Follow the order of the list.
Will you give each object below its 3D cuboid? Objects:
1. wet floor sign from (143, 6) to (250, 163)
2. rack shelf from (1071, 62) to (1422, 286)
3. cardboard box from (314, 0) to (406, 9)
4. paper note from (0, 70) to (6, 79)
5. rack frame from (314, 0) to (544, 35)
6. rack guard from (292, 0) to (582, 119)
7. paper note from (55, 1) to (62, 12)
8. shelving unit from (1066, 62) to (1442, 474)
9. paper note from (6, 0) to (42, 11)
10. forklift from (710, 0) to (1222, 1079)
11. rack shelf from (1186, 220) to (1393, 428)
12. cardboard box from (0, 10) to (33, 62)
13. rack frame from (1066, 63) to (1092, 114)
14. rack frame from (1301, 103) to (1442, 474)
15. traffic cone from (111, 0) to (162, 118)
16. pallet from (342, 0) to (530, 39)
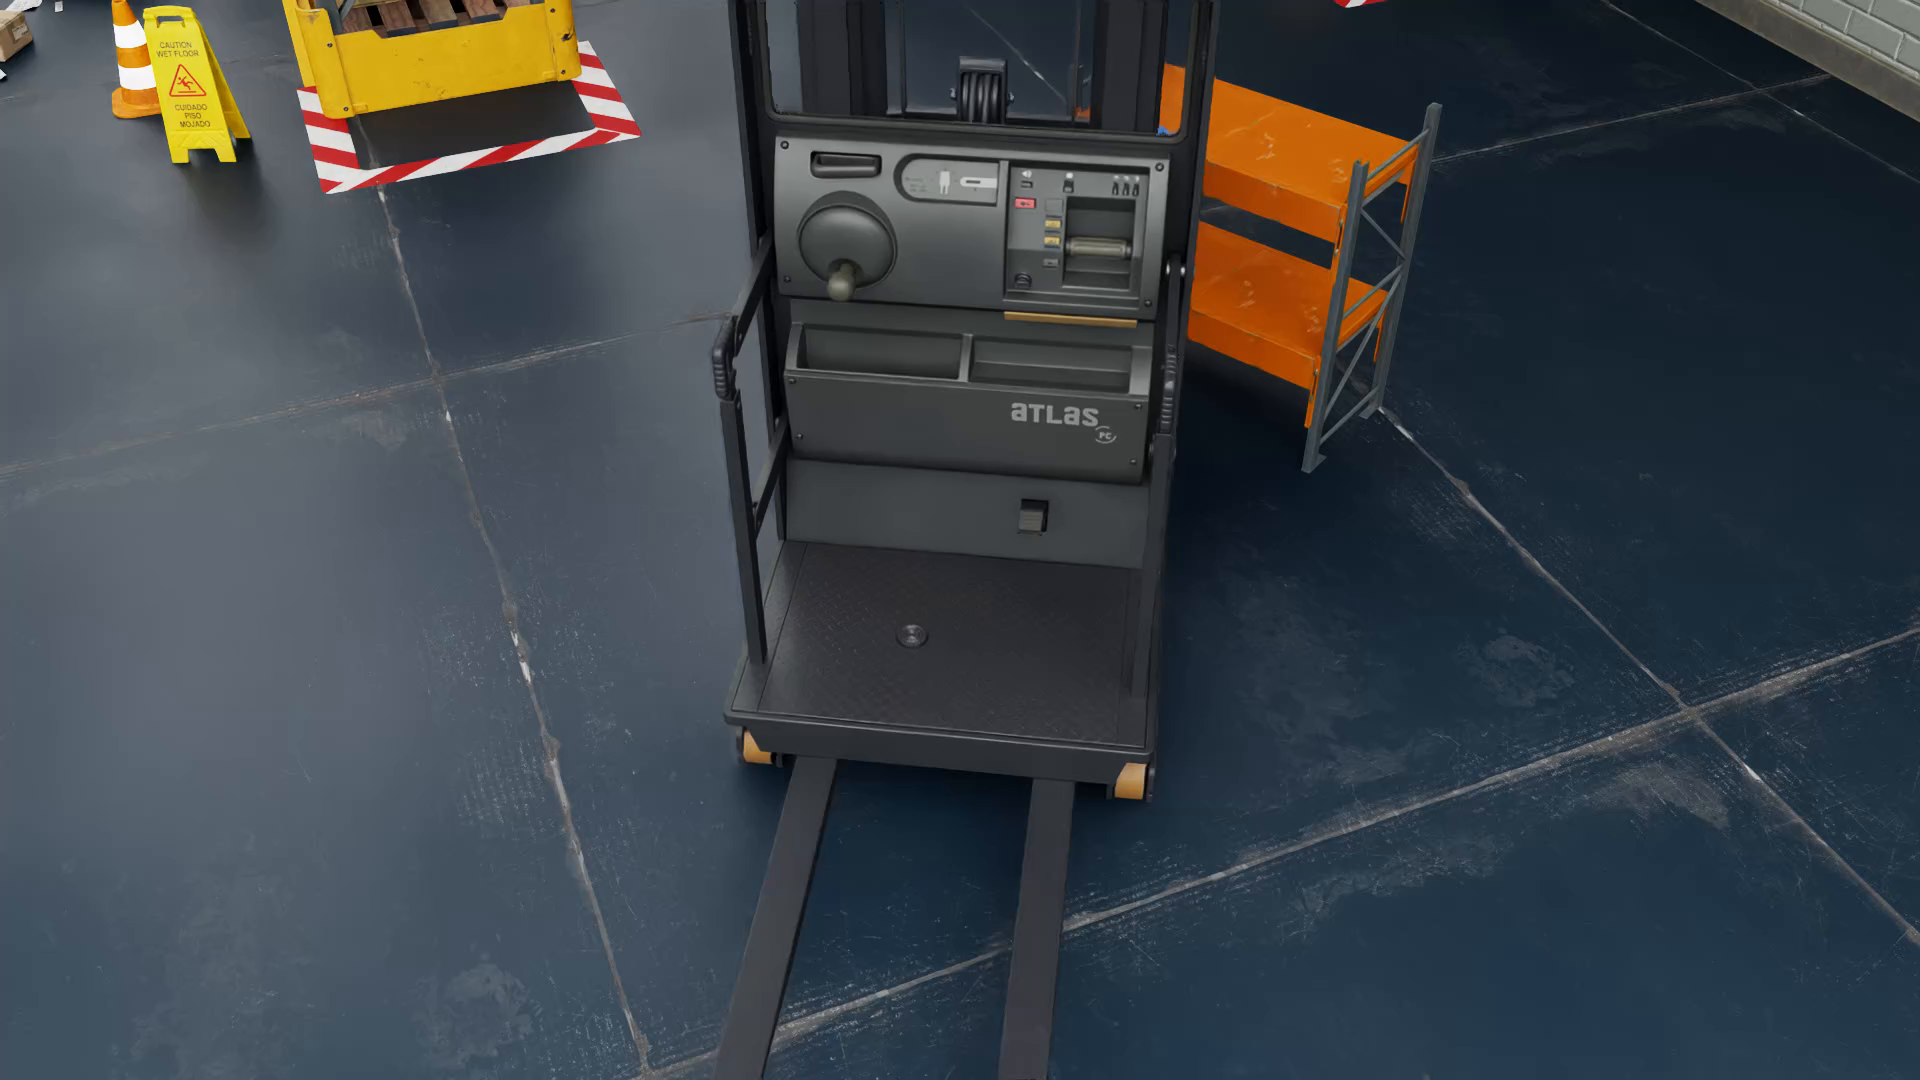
[{"bbox_3d":[-3.245,-1.938,7.009,0.267,0.644,0.232,-2,41,-2],"label":"wet floor sign"},{"bbox_3d":[0.907,-1.209,5.344,1.000,0.278,0.538,28,48,29],"label":"rack shelf"},{"bbox_3d":[-2.896,-2.763,7.949,0.500,0.250,0.500,-15,43,-17],"label":"cardboard box"},{"bbox_3d":[-4.530,-2.159,7.737,0.148,0.019,0.142,-31,49,-31],"label":"paper note"},{"bbox_3d":[-2.329,-3.212,6.685,1.000,3.000,0.127,-15,43,-17],"label":"rack frame"},{"bbox_3d":[-2.358,-2.310,7.553,1.175,0.500,0.348,-15,43,-17],"label":"rack guard"},{"bbox_3d":[-4.532,-2.683,8.363,0.032,0.001,0.123,-15,43,-17],"label":"paper note"},{"bbox_3d":[0.907,-0.987,5.535,1.048,1.125,0.538,28,48,29],"label":"shelving unit"},{"bbox_3d":[-4.717,-2.704,8.380,0.148,0.019,0.142,-2,41,-2],"label":"paper note"},{"bbox_3d":[-0.004,-0.664,3.774,1.130,2.935,3.031,5,41,5],"label":"forklift"},{"bbox_3d":[0.907,-0.802,5.695,1.000,0.278,0.538,28,48,29],"label":"rack shelf"},{"bbox_3d":[-4.697,-2.416,7.946,0.380,0.149,0.250,5,41,6],"label":"cardboard box"},{"bbox_3d":[0.512,-1.196,5.778,0.032,1.125,0.500,28,48,29],"label":"rack frame"},{"bbox_3d":[1.301,-0.778,5.292,0.032,1.125,0.500,28,48,29],"label":"rack frame"},{"bbox_3d":[-3.686,-2.187,7.439,0.336,0.463,0.334,-15,43,-17],"label":"traffic cone"},{"bbox_3d":[-2.637,-2.699,8.226,1.003,0.211,1.213,-15,43,-17],"label":"pallet"}]
